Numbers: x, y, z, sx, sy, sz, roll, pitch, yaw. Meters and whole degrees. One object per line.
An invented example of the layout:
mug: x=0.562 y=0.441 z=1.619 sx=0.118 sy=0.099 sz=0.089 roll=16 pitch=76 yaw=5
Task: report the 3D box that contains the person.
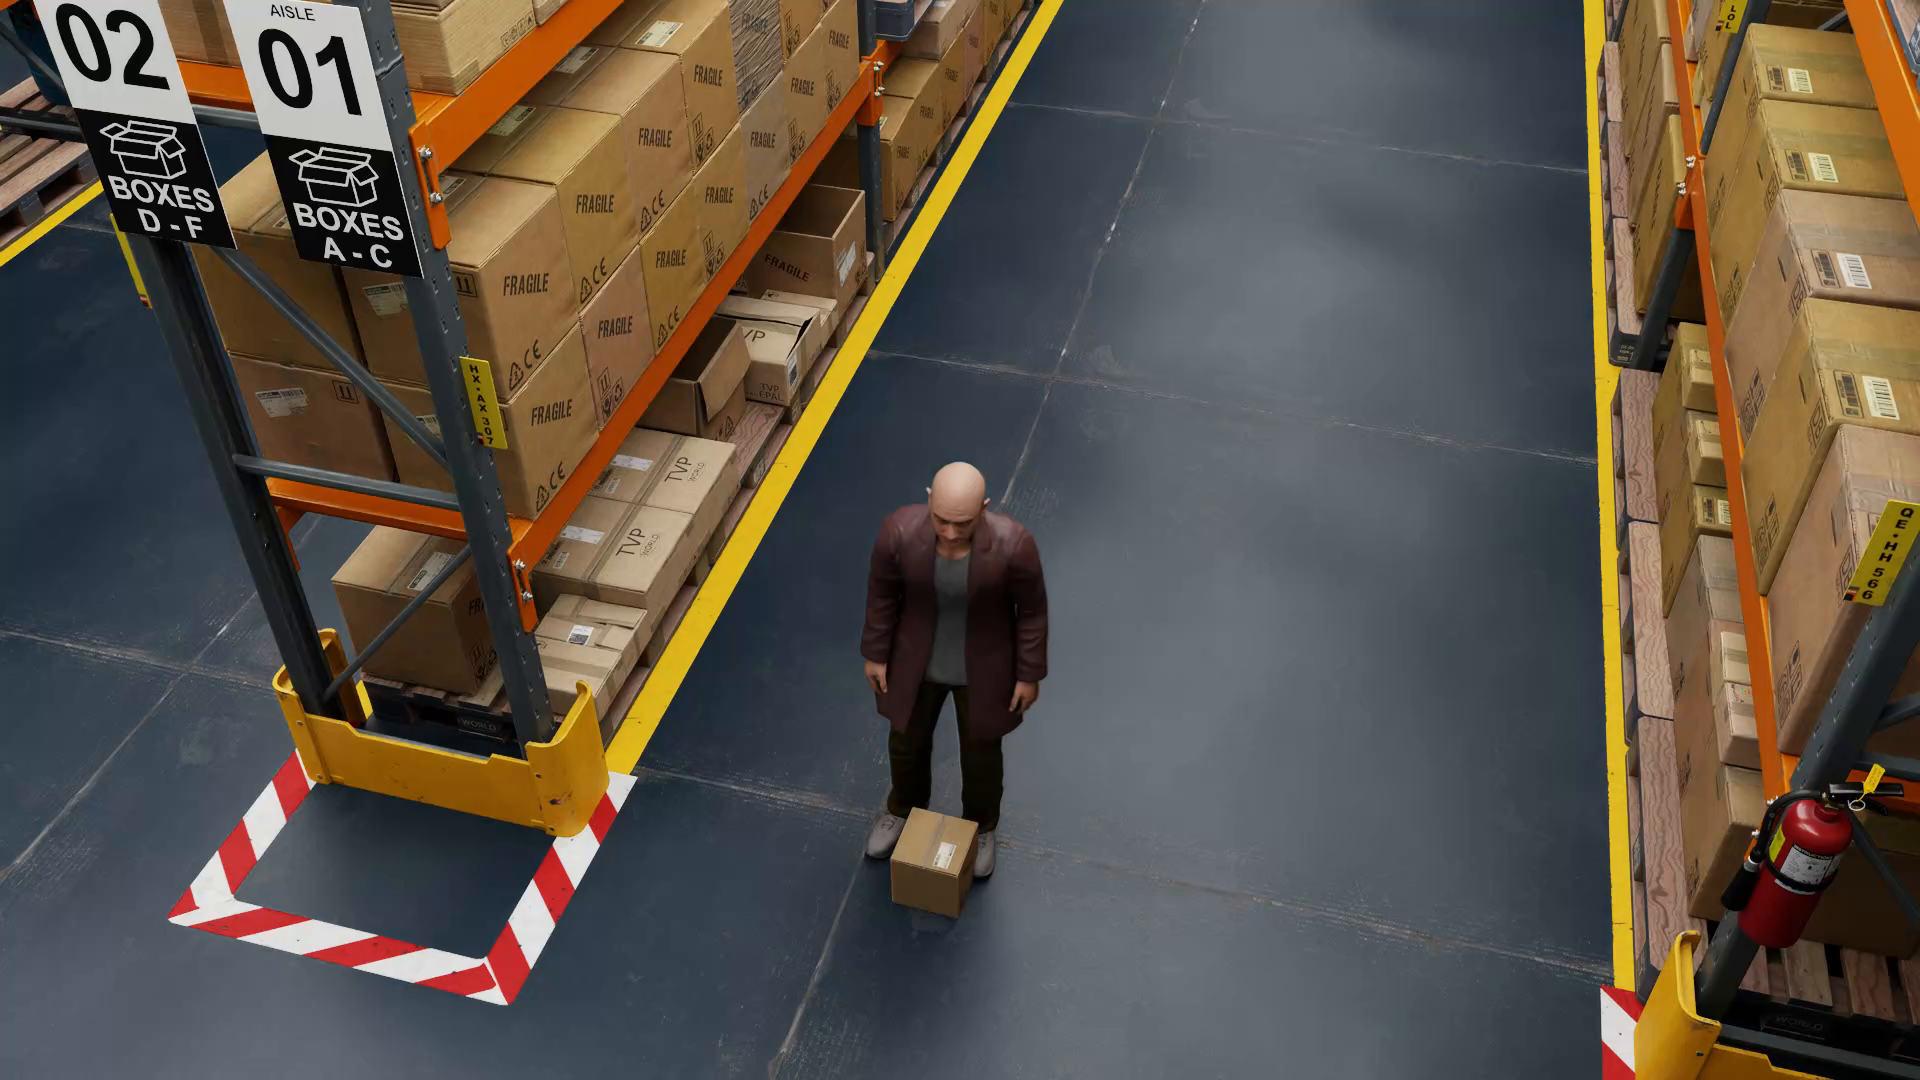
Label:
person: x=-0.022 y=0.427 z=5.670 sx=0.648 sy=1.772 sz=0.429 roll=8 pitch=41 yaw=9
